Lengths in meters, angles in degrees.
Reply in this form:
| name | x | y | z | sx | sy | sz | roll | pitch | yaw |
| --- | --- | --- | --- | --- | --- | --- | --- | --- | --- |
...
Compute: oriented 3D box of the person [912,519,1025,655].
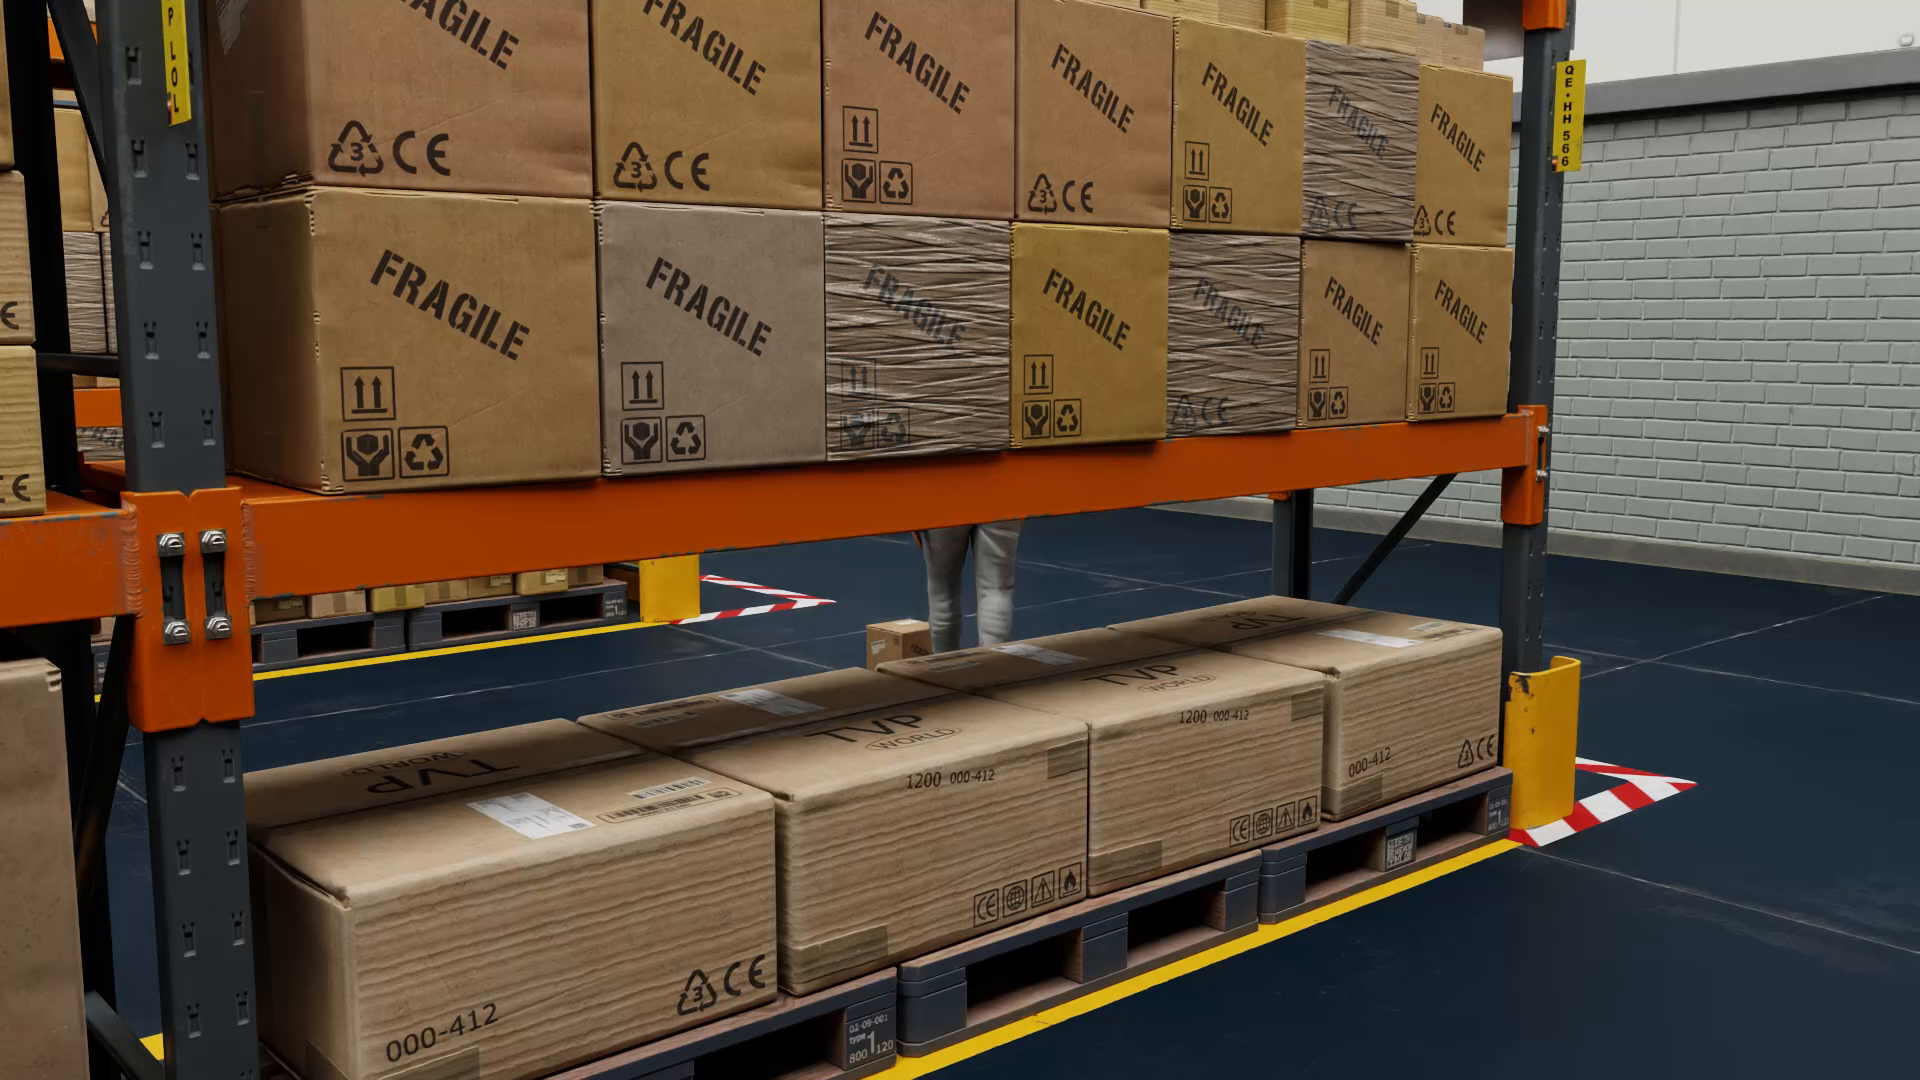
| name | x | y | z | sx | sy | sz | roll | pitch | yaw |
| --- | --- | --- | --- | --- | --- | --- | --- | --- | --- |
| person | 0.030 | -0.137 | 6.800 | 0.487 | 1.654 | 0.711 | -1 | 8 | -9 |
